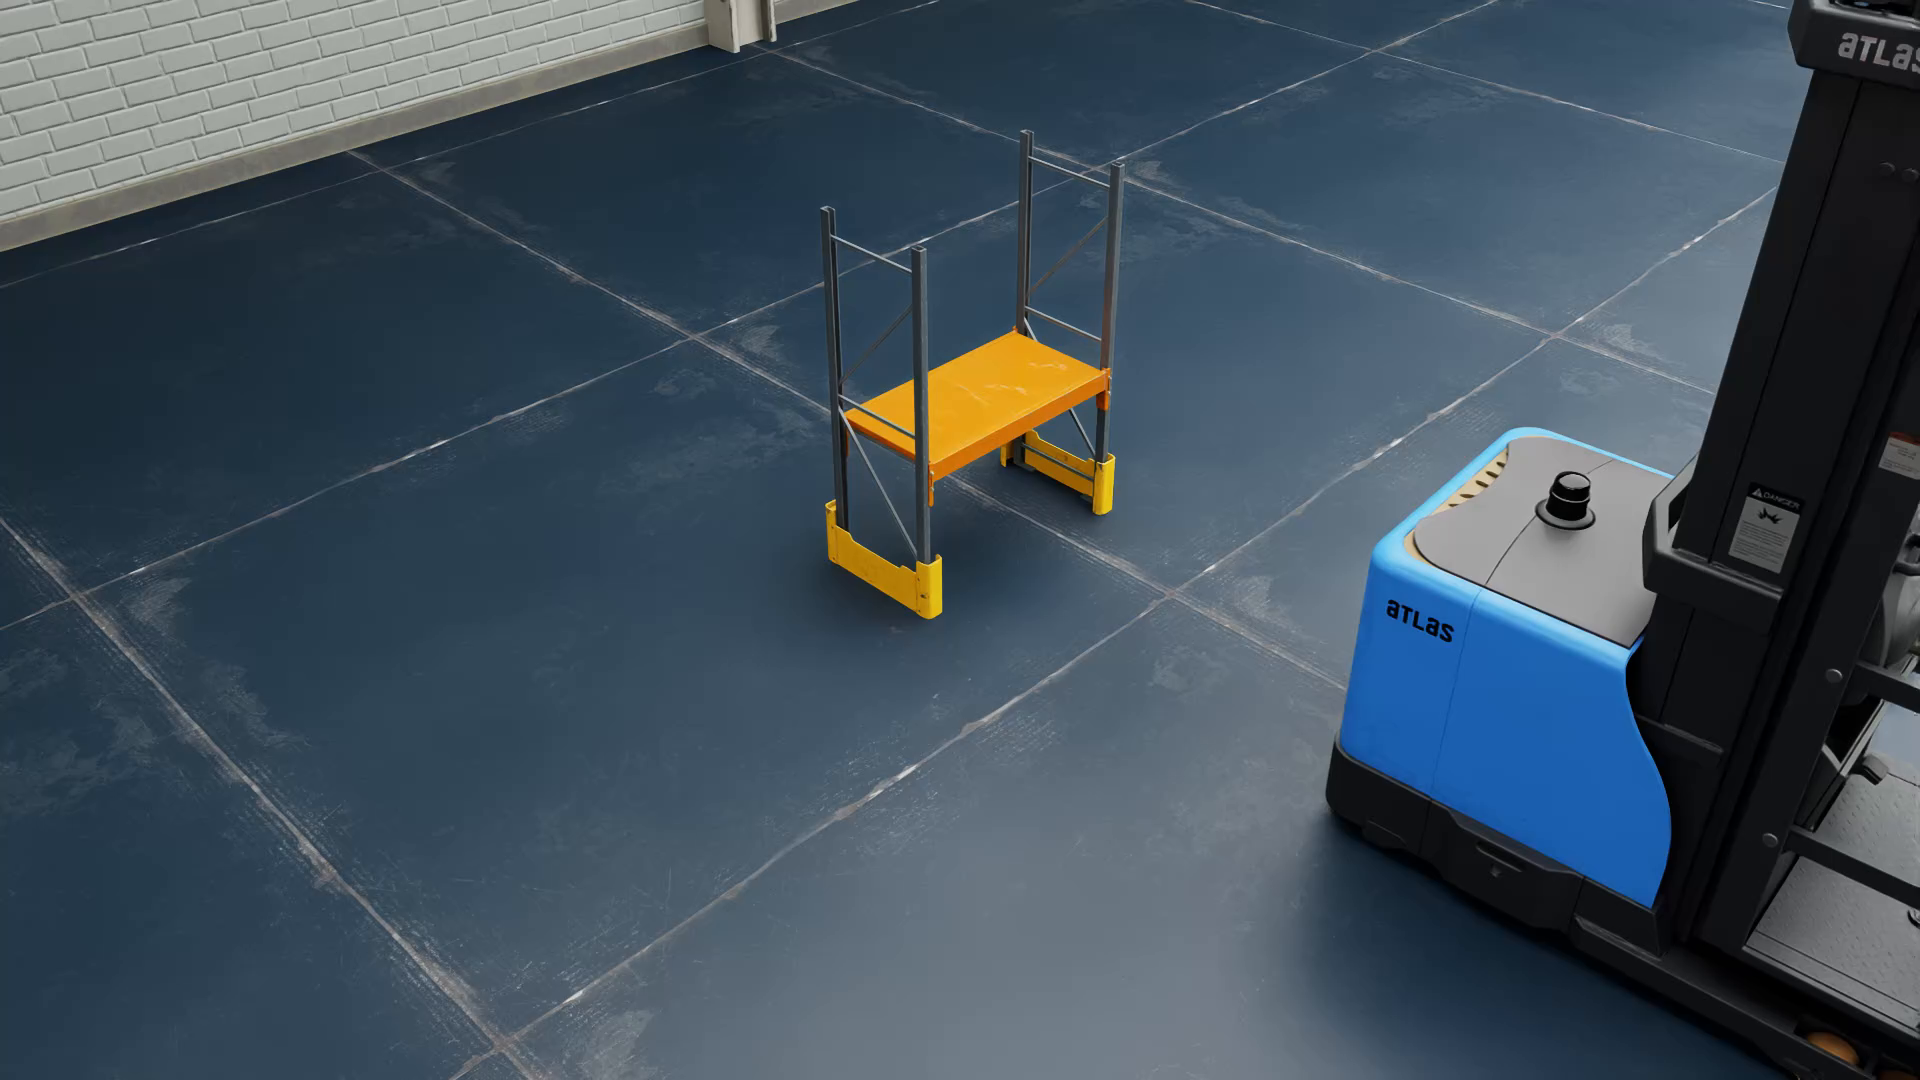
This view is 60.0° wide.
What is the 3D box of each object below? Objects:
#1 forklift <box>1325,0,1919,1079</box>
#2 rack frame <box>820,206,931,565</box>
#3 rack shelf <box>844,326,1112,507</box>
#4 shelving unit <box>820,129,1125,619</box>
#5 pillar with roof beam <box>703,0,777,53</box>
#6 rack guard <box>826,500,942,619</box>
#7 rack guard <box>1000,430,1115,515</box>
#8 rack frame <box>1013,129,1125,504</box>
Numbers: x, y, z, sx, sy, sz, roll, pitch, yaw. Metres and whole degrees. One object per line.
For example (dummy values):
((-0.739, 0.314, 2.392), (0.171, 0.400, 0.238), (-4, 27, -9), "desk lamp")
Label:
((2.634, 0.047, 4.120), (3.031, 2.935, 1.130), (26, 43, 33), "forklift")
((-0.298, -0.443, 6.075), (0.500, 1.500, 0.032), (30, 45, 35), "rack frame")
((0.060, -0.502, 6.474), (0.538, 0.185, 1.000), (30, 45, 35), "rack shelf")
((0.054, -0.646, 6.365), (0.587, 1.500, 1.083), (30, 45, 35), "shelving unit")
((1.503, -5.505, 6.777), (9.100, 9.000, 0.400), (30, 45, 35), "pillar with roof beam")
((-0.297, 0.069, 6.433), (0.587, 0.250, 0.087), (30, 45, 35), "rack guard")
((0.405, -0.336, 7.013), (0.587, 0.250, 0.087), (30, 45, 35), "rack guard")
((0.418, -0.856, 6.667), (0.500, 1.500, 0.032), (30, 45, 35), "rack frame")
